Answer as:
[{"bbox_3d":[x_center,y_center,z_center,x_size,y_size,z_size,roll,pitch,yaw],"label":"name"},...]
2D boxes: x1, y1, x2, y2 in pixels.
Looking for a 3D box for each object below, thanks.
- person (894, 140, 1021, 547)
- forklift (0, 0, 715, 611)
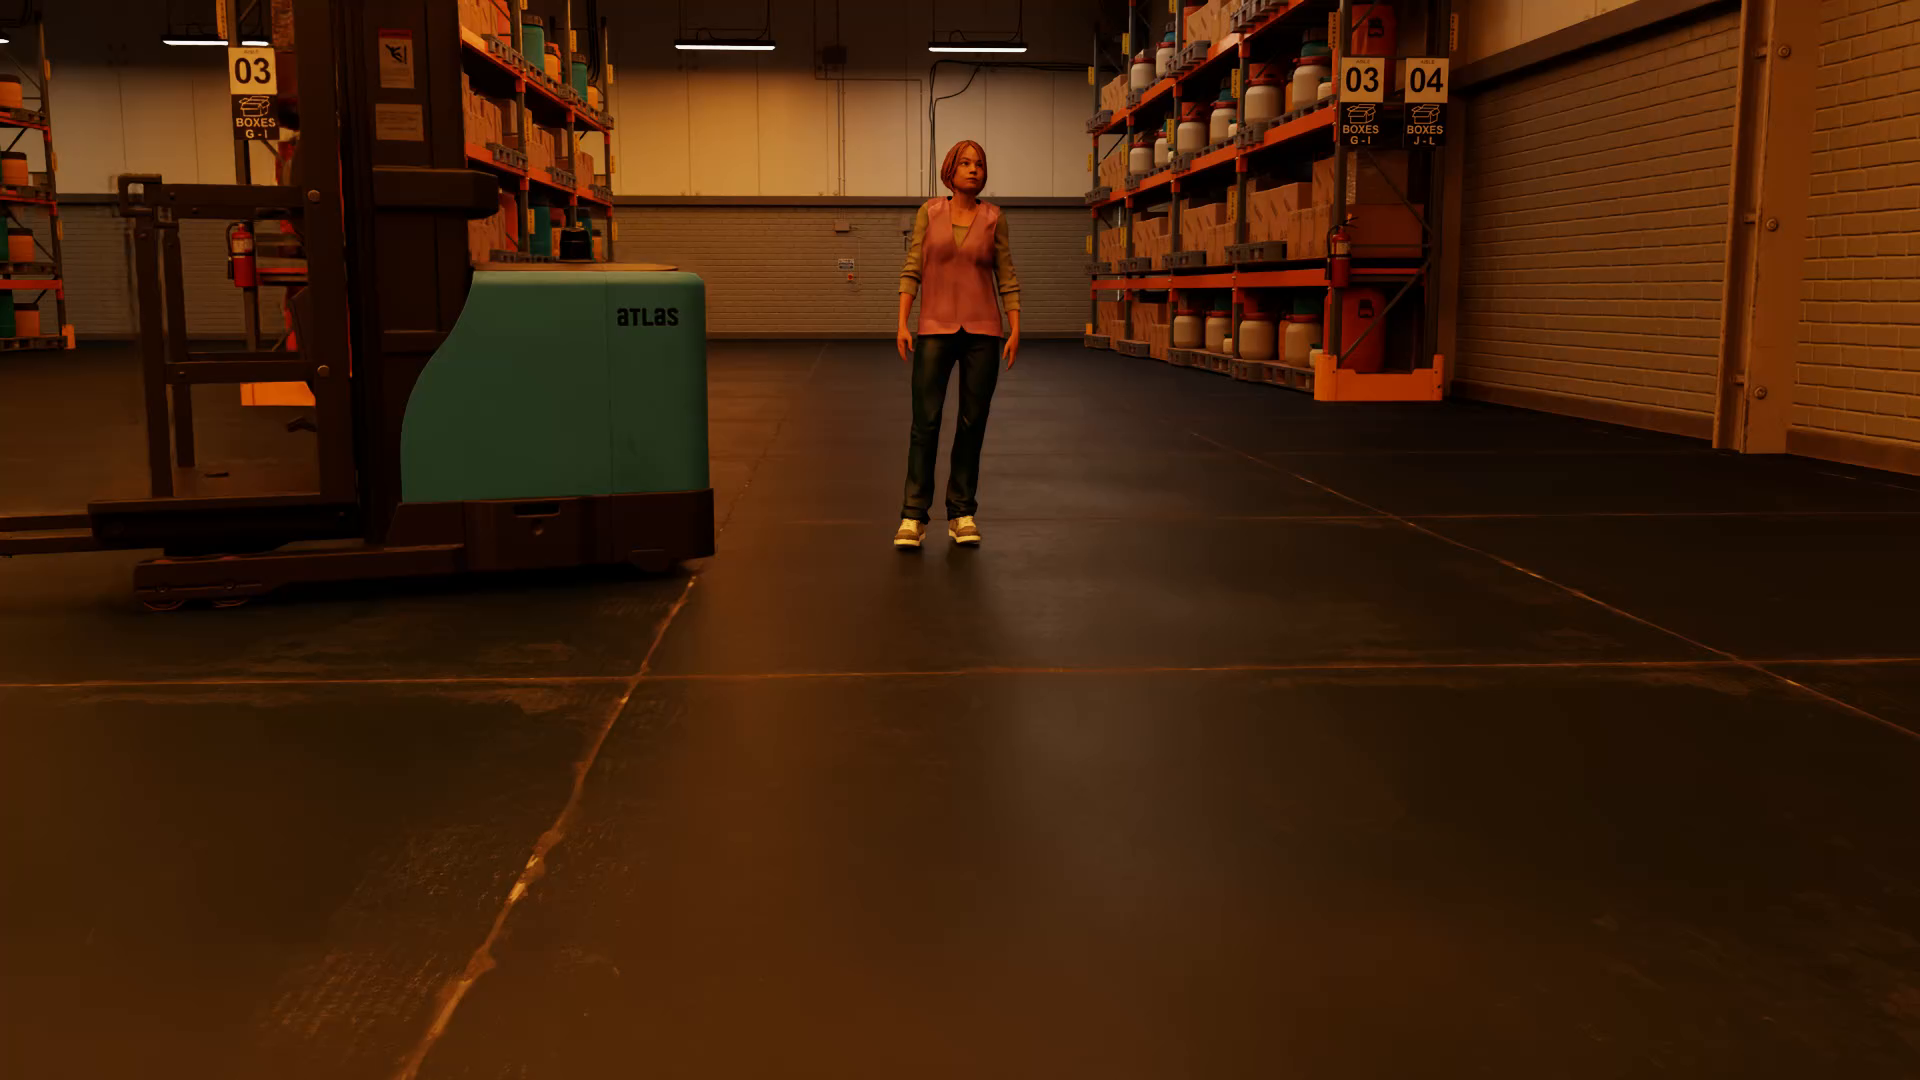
[{"bbox_3d":[-0.009,-0.786,6.617,0.521,1.599,0.473,-1,8,-4],"label":"person"},{"bbox_3d":[-2.453,-1.311,5.658,3.031,2.935,1.130,-3,9,-21],"label":"forklift"}]
